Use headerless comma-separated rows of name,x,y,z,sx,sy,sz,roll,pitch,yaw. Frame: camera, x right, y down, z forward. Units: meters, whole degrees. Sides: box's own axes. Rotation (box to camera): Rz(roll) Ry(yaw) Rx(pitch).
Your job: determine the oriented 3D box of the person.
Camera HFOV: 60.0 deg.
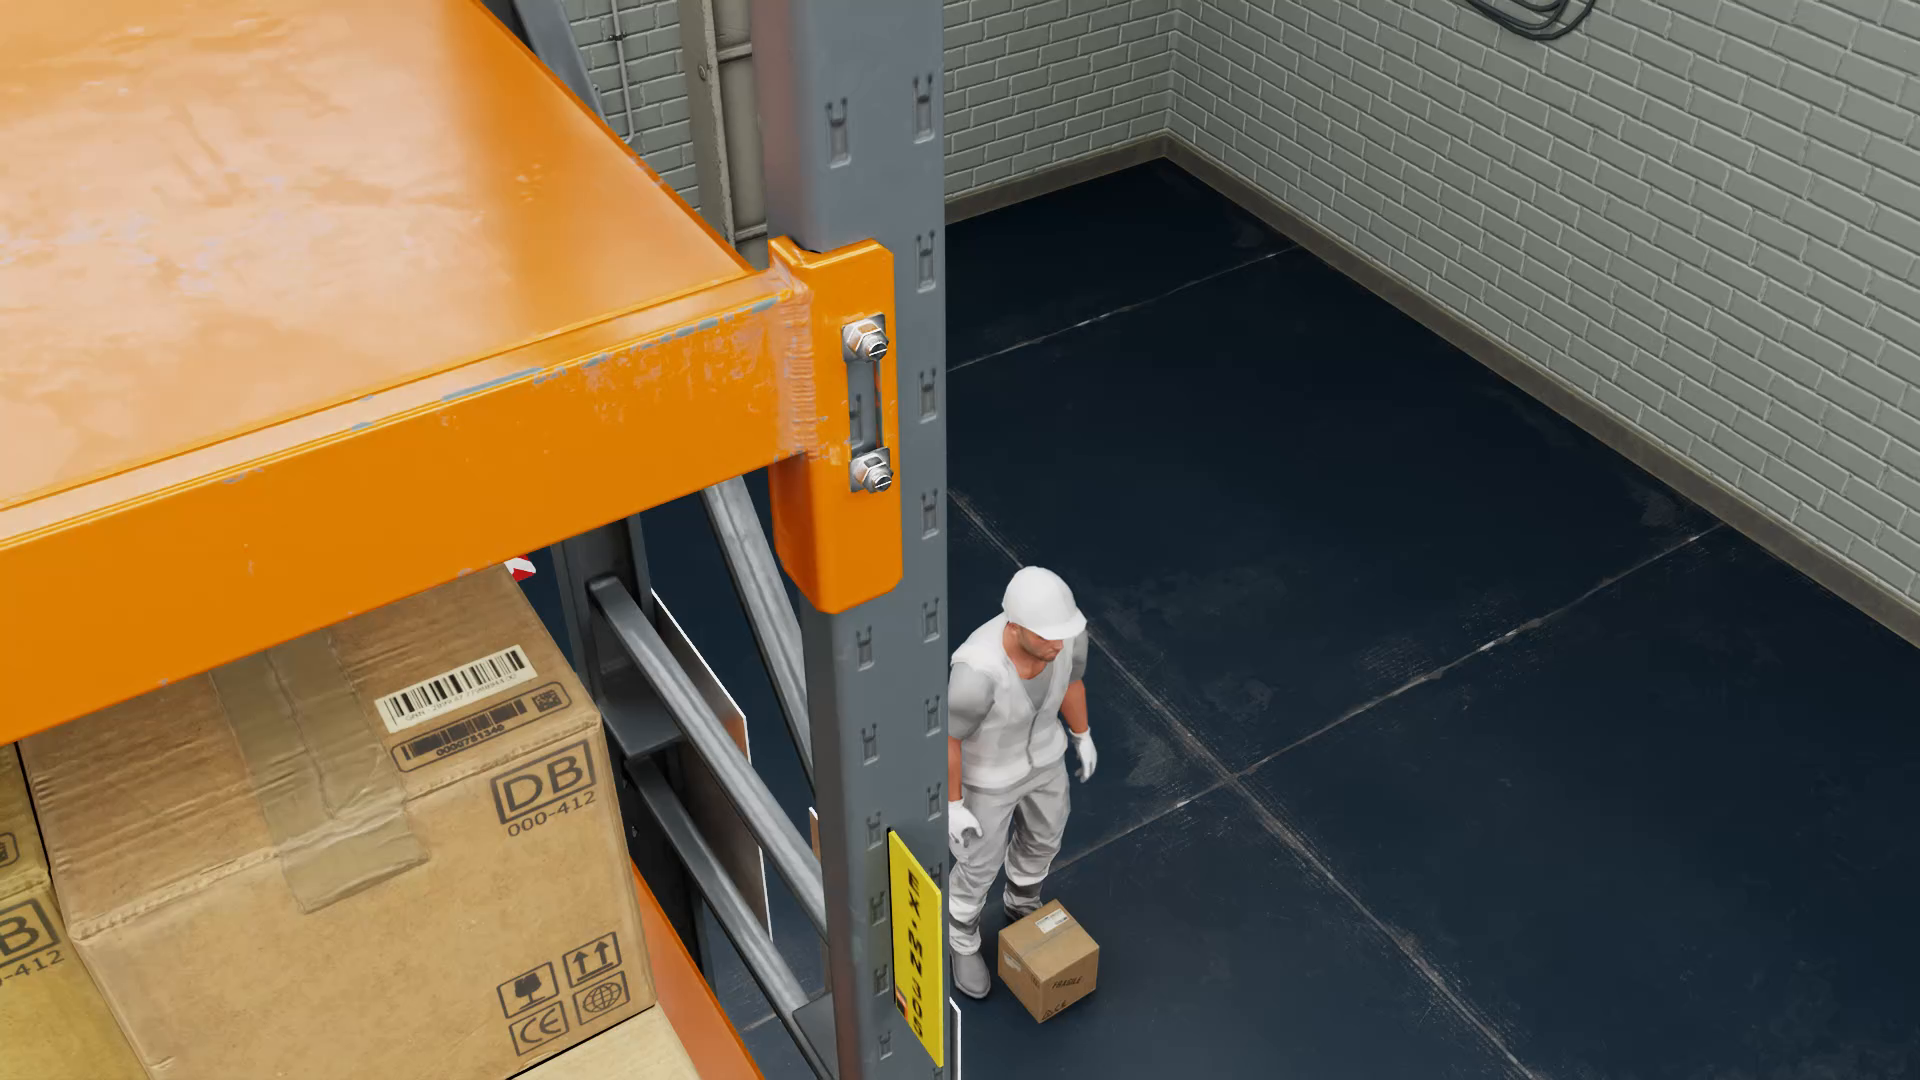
person,0.186,0.761,5.449,0.623,1.780,0.446,-24,46,-26
